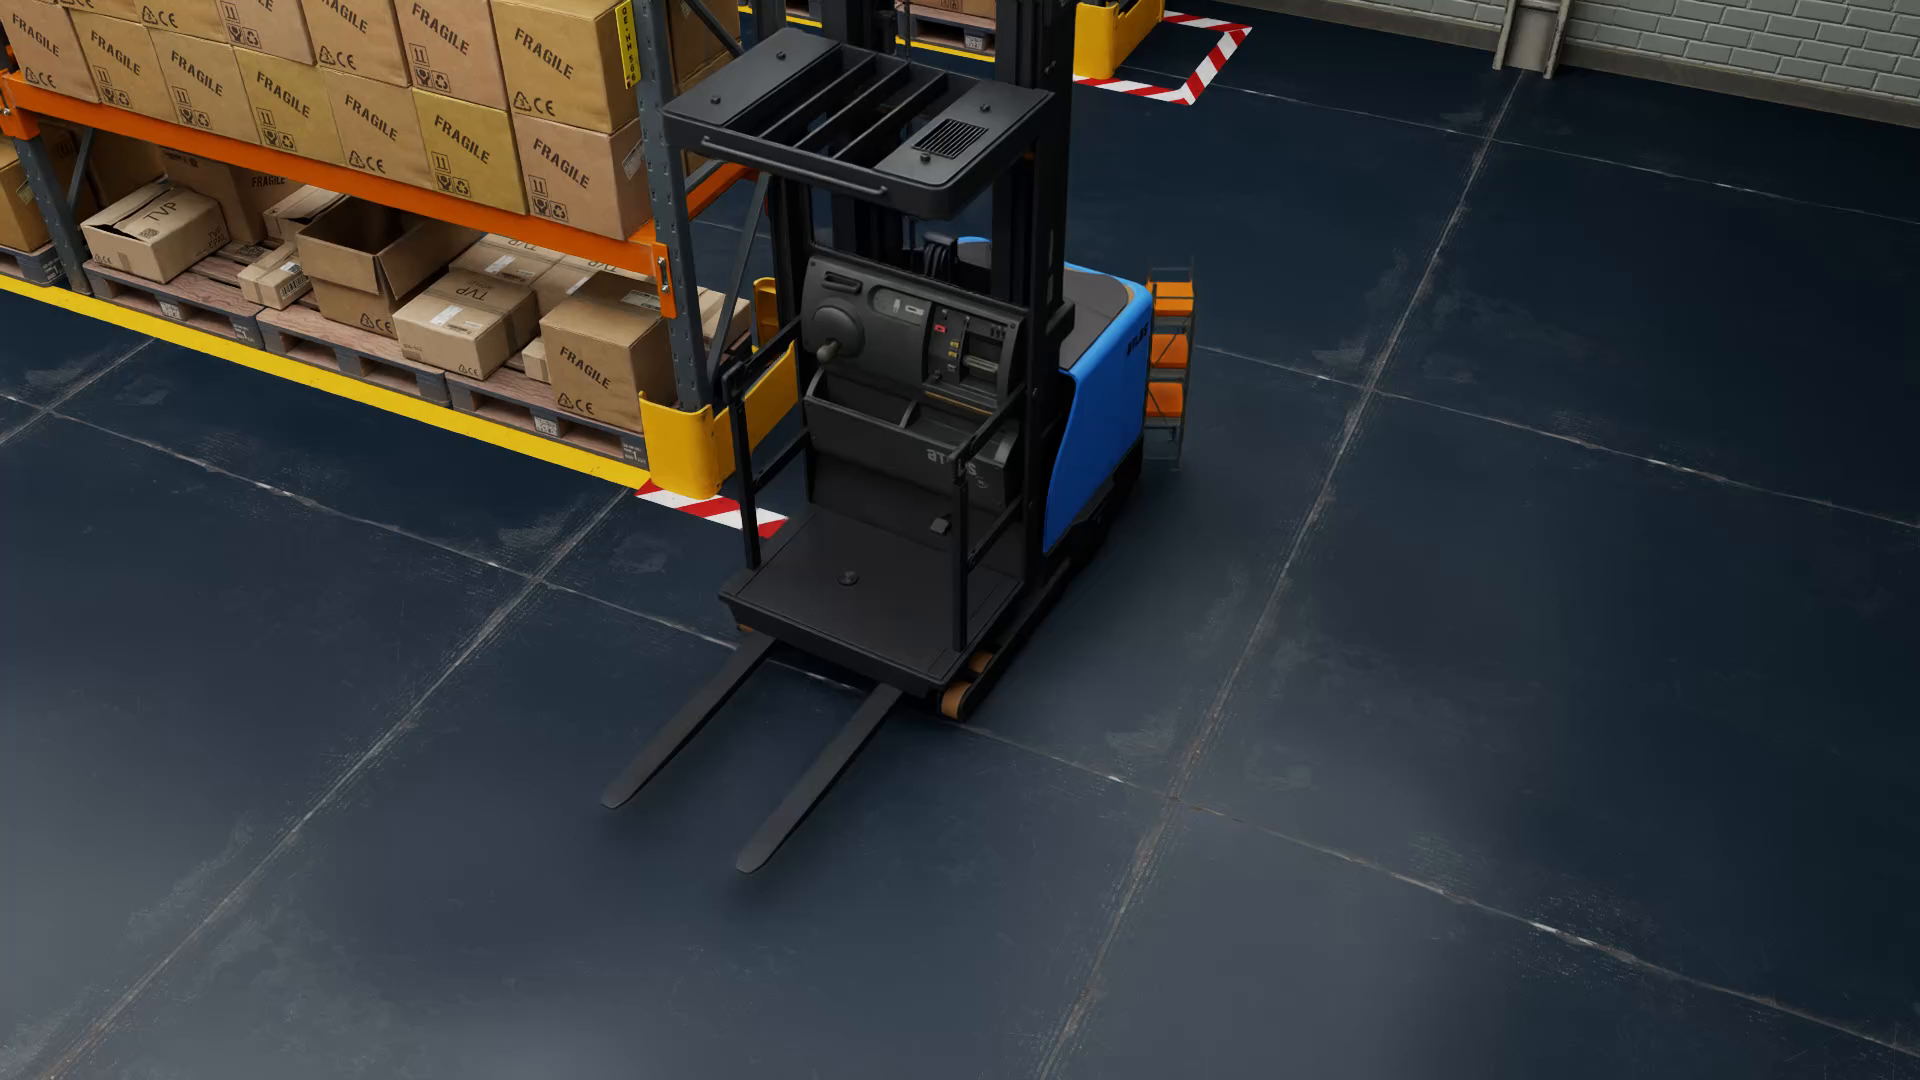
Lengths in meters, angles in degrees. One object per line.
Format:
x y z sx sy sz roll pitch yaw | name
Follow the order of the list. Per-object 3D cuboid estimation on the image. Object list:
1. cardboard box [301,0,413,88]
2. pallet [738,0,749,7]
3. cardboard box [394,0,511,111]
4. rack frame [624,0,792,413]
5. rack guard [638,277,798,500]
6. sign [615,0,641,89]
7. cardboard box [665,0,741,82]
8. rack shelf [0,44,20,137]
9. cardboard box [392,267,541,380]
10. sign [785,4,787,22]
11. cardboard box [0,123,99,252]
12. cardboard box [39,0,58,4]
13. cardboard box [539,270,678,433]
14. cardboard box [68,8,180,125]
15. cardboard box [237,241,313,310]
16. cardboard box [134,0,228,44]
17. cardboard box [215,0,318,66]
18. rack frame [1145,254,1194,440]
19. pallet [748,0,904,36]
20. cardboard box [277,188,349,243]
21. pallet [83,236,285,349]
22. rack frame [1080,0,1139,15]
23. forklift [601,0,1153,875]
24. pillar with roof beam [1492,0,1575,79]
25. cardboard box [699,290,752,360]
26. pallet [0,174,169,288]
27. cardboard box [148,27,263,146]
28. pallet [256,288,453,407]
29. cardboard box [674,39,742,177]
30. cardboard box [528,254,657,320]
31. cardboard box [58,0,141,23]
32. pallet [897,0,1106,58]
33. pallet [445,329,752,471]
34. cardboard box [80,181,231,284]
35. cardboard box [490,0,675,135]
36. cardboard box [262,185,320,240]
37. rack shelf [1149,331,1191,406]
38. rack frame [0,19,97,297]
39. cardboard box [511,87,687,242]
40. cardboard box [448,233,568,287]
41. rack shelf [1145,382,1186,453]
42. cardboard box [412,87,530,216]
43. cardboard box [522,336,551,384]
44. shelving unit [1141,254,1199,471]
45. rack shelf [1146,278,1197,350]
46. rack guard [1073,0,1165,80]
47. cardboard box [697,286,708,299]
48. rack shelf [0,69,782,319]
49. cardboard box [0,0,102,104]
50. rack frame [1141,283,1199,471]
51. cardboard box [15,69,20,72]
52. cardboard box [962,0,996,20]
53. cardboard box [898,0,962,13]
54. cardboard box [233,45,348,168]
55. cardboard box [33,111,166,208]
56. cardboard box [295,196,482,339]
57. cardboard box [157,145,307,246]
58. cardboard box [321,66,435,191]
-2.477 -2.337 7.200 0.500 0.500 0.500 18 44 20 | cardboard box
-1.906 -4.419 12.572 1.213 0.211 1.003 17 44 19 | pallet
-2.005 -2.196 7.038 0.500 0.500 0.500 18 44 20 | cardboard box
-1.028 -1.681 7.283 0.127 3.000 1.000 17 44 19 | rack frame
-1.097 -0.758 8.126 0.348 0.500 1.175 17 44 19 | rack guard
-1.280 -1.914 6.427 0.005 0.325 0.100 17 44 19 | sign
-1.318 -2.376 7.245 0.500 0.500 0.500 18 44 20 | cardboard box
-6.465 -3.071 9.436 4.000 0.370 1.077 17 44 19 | rack shelf
-2.473 -1.094 8.369 0.500 0.250 0.500 17 44 19 | cardboard box
-0.798 -2.330 7.371 0.005 0.325 0.100 17 44 19 | sign
-5.221 -1.977 9.197 0.500 0.500 0.500 17 44 18 | cardboard box
-4.345 -2.907 7.858 0.500 0.500 0.500 18 44 20 | cardboard box
-1.625 -0.907 7.963 0.500 0.500 0.500 17 44 19 | cardboard box
-3.841 -2.384 8.018 0.500 0.500 0.500 18 44 19 | cardboard box
-3.576 -1.406 8.793 0.250 0.166 0.380 17 44 19 | cardboard box
-3.411 -2.622 7.529 0.500 0.500 0.500 16 43 17 | cardboard box
-2.943 -2.479 7.364 0.500 0.500 0.500 18 44 20 | cardboard box
0.961 -0.892 7.861 0.200 1.050 0.008 1 41 1 | rack frame
-0.796 -4.082 12.183 1.213 0.211 1.003 17 44 19 | pallet
-3.337 -1.742 9.070 0.500 0.311 0.500 17 44 19 | cardboard box
-4.031 -1.544 9.255 1.213 0.211 1.003 17 44 19 | pallet
1.063 -4.622 10.677 0.127 3.000 1.000 17 44 19 | rack frame
-0.302 -0.719 6.226 1.130 2.935 3.031 20 45 22 | forklift
2.056 -4.100 5.494 0.400 9.000 9.100 17 44 19 | pillar with roof beam
-1.262 -1.090 8.442 0.250 0.149 0.380 17 44 19 | cardboard box
-5.406 -1.938 9.709 1.213 0.211 1.003 17 44 19 | pallet
-3.388 -2.244 7.856 0.500 0.500 0.500 17 44 18 | cardboard box
-2.921 -1.207 8.866 1.213 0.211 1.003 17 44 19 | pallet
-1.318 -1.998 7.573 0.500 0.500 0.500 18 44 20 | cardboard box
-1.854 -1.266 8.568 0.500 0.250 0.500 17 44 19 | cardboard box
-3.877 -2.764 7.693 0.500 0.500 0.500 16 43 17 | cardboard box
0.306 -3.744 11.792 1.213 0.211 1.003 17 44 19 | pallet
-1.819 -0.869 8.475 1.213 0.211 1.003 17 44 19 | pallet
-4.364 -1.694 9.016 0.500 0.311 0.500 17 44 19 | cardboard box
-1.547 -2.057 6.877 0.500 0.500 0.500 17 44 18 | cardboard box
-3.651 -1.820 9.284 0.250 0.149 0.380 17 44 19 | cardboard box
0.958 -0.805 7.776 0.215 0.259 0.240 1 41 1 | rack shelf
-4.653 -2.789 8.561 0.127 3.000 1.000 17 44 19 | rack frame
-1.549 -1.681 7.207 0.500 0.500 0.500 18 44 20 | cardboard box
-2.307 -1.404 8.727 0.500 0.250 0.500 17 44 19 | cardboard box
0.960 -0.594 7.957 0.215 0.259 0.240 1 41 1 | rack shelf
-2.020 -1.823 7.371 0.500 0.500 0.500 17 44 19 | cardboard box
-1.954 -0.947 8.263 0.250 0.166 0.380 17 44 19 | cardboard box
0.958 -0.813 7.769 0.215 1.050 0.252 1 41 1 | shelving unit
0.957 -1.019 7.590 0.215 0.259 0.240 1 41 1 | rack shelf
1.085 -3.671 11.488 0.348 0.500 1.175 17 44 19 | rack guard
-1.488 -1.166 8.516 0.250 0.166 0.380 17 44 19 | cardboard box
-2.840 -1.963 8.158 4.000 0.370 1.077 17 44 19 | rack shelf
-4.306 -2.524 8.179 0.500 0.500 0.500 18 44 20 | cardboard box
0.955 -0.733 7.676 0.200 1.050 0.008 1 41 1 | rack frame
-5.476 -2.430 9.720 0.500 0.500 0.500 18 44 19 | cardboard box
0.387 -3.971 11.513 0.500 0.500 0.700 17 44 19 | cardboard box
-0.067 -4.110 11.673 0.500 0.500 0.700 17 44 19 | cardboard box
-2.927 -2.104 7.695 0.500 0.500 0.500 16 44 18 | cardboard box
-4.988 -2.289 9.557 0.500 0.500 0.500 15 43 17 | cardboard box
-2.948 -1.495 8.638 0.637 0.503 0.797 17 44 19 | cardboard box
-4.016 -2.021 9.248 0.500 0.500 0.500 17 44 19 | cardboard box
-2.470 -1.964 7.534 0.500 0.500 0.500 17 44 19 | cardboard box
